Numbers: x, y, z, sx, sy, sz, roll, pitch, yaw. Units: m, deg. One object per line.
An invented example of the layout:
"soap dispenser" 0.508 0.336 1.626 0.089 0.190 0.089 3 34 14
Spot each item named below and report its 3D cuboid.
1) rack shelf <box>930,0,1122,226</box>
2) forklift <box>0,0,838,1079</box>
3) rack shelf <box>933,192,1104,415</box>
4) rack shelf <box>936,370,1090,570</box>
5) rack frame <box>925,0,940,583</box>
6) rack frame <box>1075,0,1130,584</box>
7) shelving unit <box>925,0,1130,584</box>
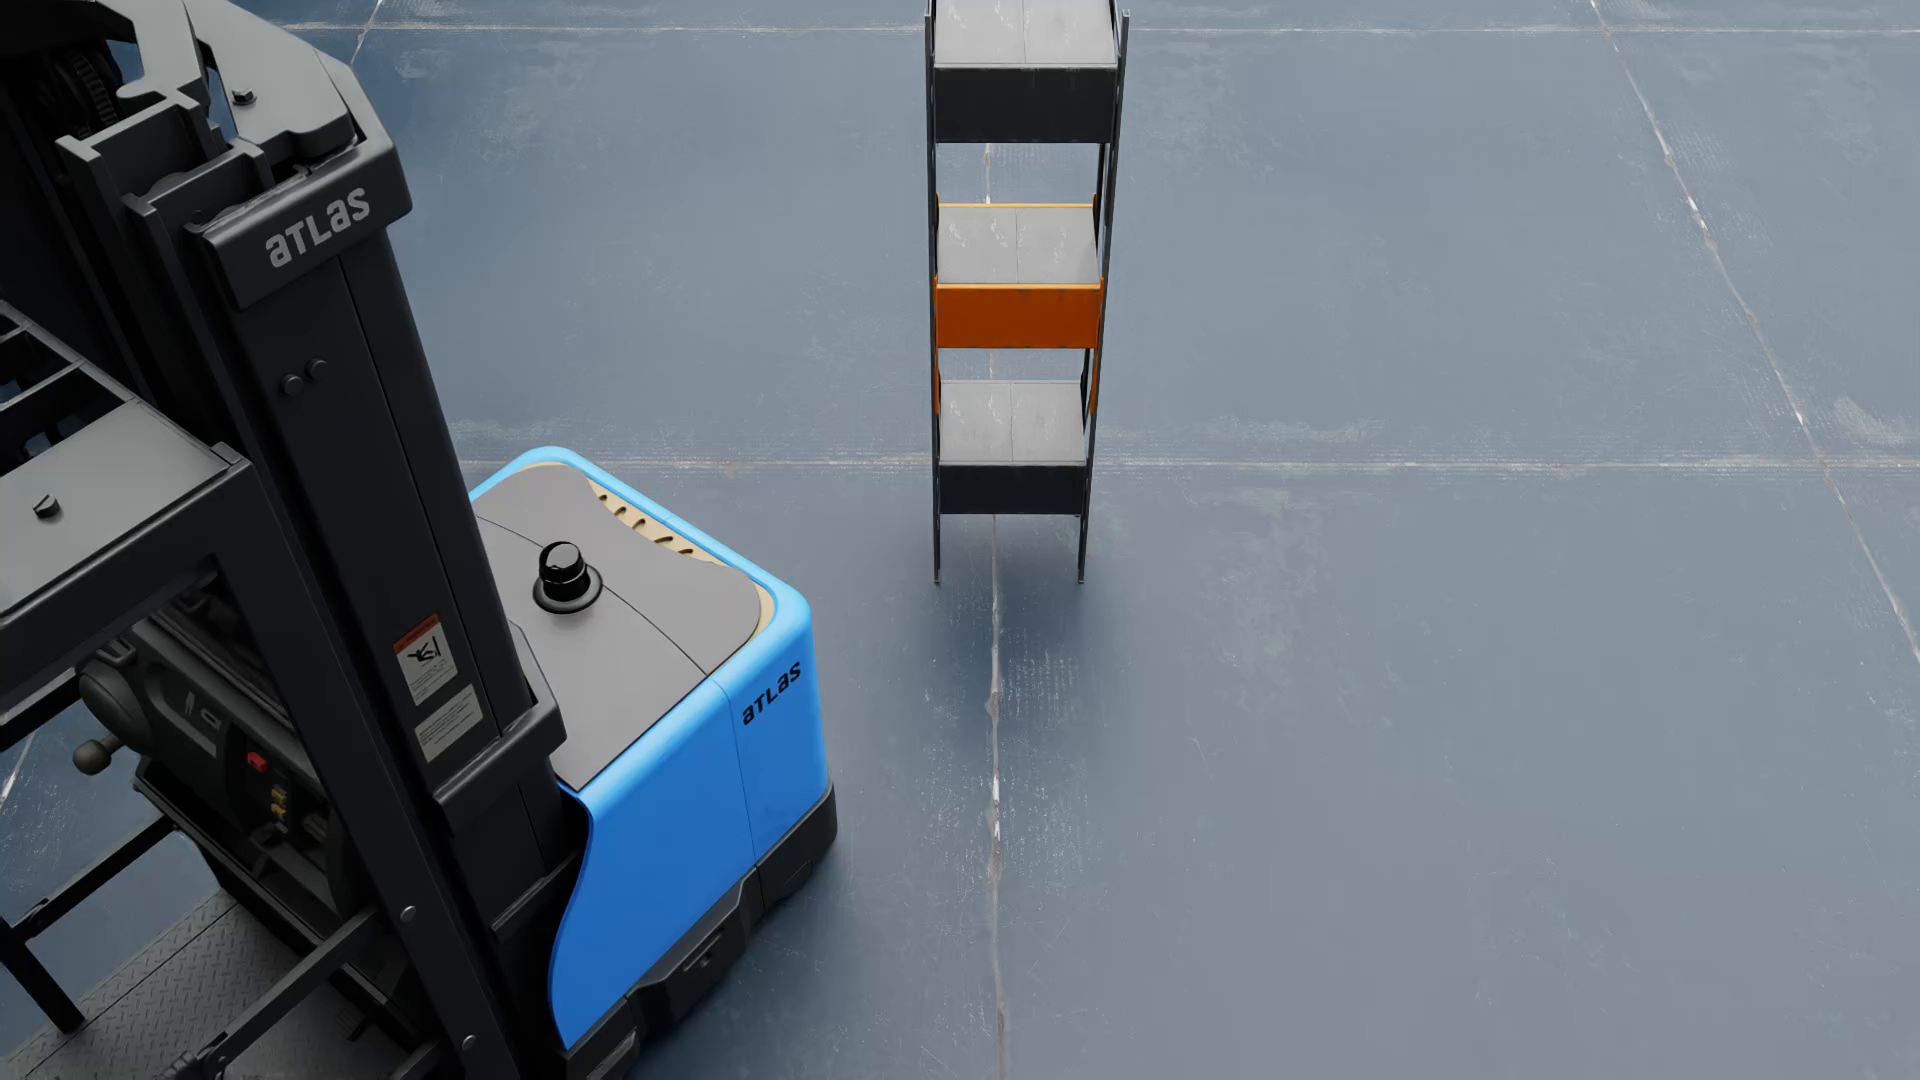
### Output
"rack shelf" 0.166 -1.183 4.479 0.480 0.518 0.431 0 47 0
"forklift" -1.661 0.518 3.266 1.130 2.935 3.031 30 54 25
"rack shelf" 0.166 -0.706 4.991 0.480 0.518 0.431 0 47 0
"rack shelf" 0.166 -0.229 5.503 0.480 0.518 0.431 0 47 0
"rack frame" -0.078 -0.716 4.982 0.015 2.100 0.400 0 47 0
"rack frame" 0.410 -0.714 4.980 0.015 2.100 0.400 0 47 0
"shelving unit" 0.166 -0.715 4.981 0.503 2.100 0.431 0 47 0
